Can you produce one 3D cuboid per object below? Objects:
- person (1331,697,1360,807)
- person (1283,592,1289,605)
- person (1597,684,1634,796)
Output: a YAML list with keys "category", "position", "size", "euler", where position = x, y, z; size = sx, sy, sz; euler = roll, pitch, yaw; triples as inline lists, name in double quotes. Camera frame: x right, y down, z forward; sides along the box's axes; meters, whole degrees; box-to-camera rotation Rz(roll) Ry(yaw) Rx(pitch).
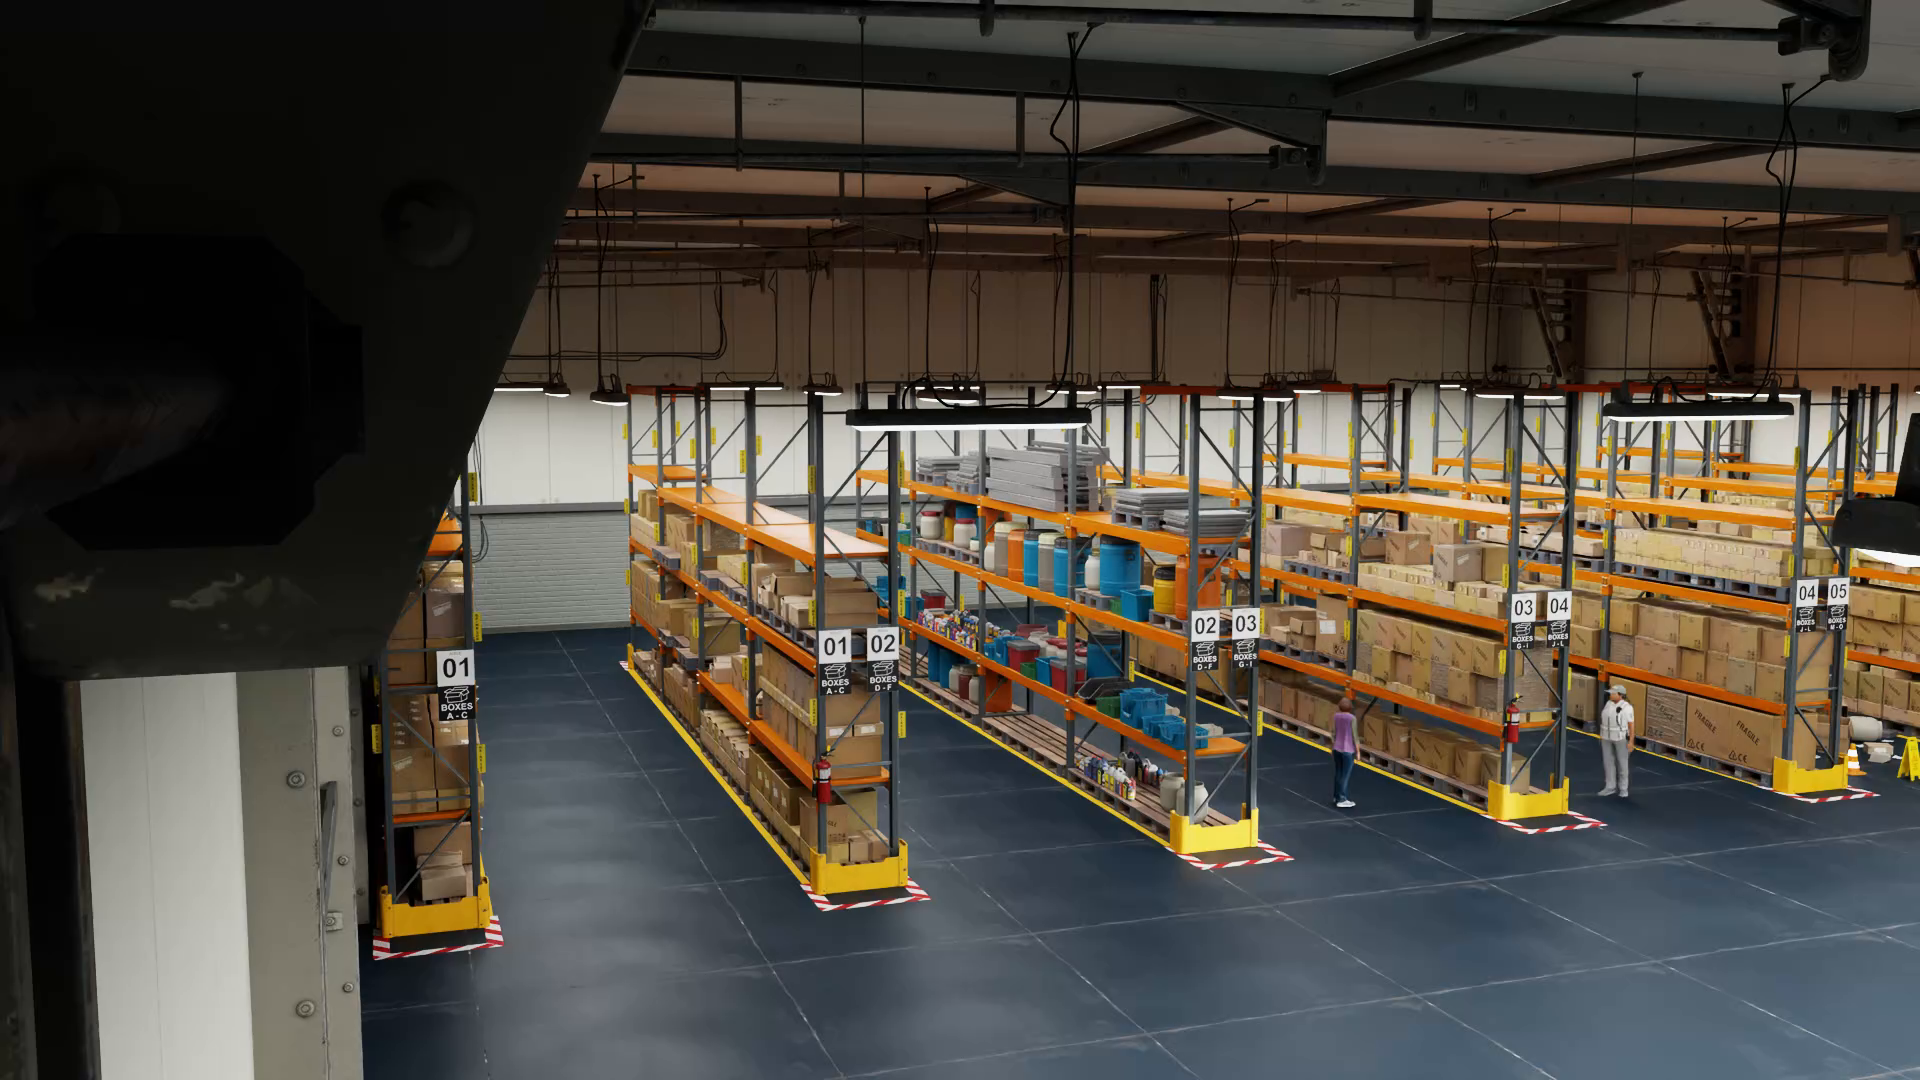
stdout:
- category: "person"
  position: [5.612, 3.065, 24.066]
  size: [0.450, 1.615, 0.459]
  euler: [-5, 8, -39]
- category: "person"
  position: [8.057, 1.184, 41.300]
  size: [0.689, 1.816, 0.601]
  euler: [1, 6, 10]
- category: "person"
  position: [9.725, 2.976, 24.611]
  size: [0.455, 1.689, 0.563]
  euler: [-5, 8, -41]
